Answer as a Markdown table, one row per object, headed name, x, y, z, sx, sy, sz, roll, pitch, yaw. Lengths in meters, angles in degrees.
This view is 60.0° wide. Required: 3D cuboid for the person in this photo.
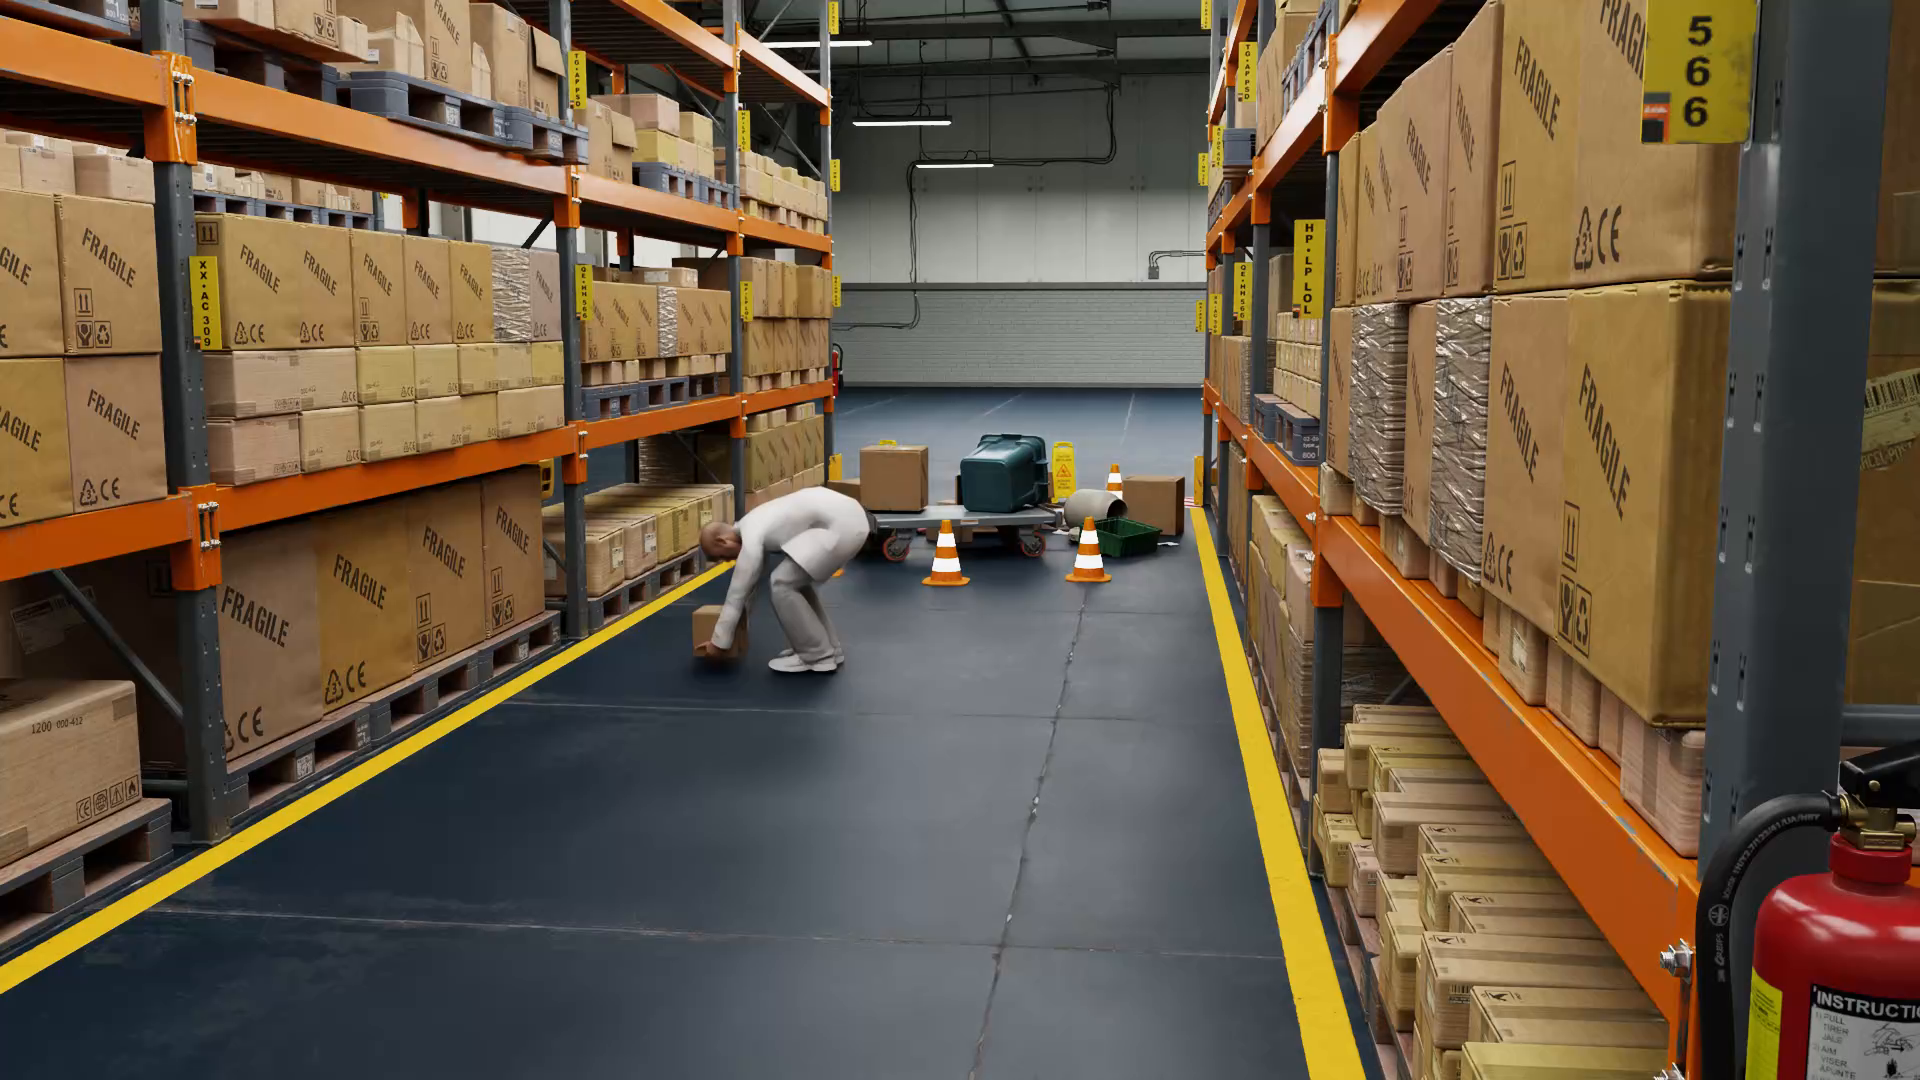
| name | x | y | z | sx | sy | sz | roll | pitch | yaw |
| --- | --- | --- | --- | --- | --- | --- | --- | --- | --- |
| person | -0.979 | 0.210 | 9.196 | 0.960 | 1.007 | 0.578 | 0 | 7 | 3 |
